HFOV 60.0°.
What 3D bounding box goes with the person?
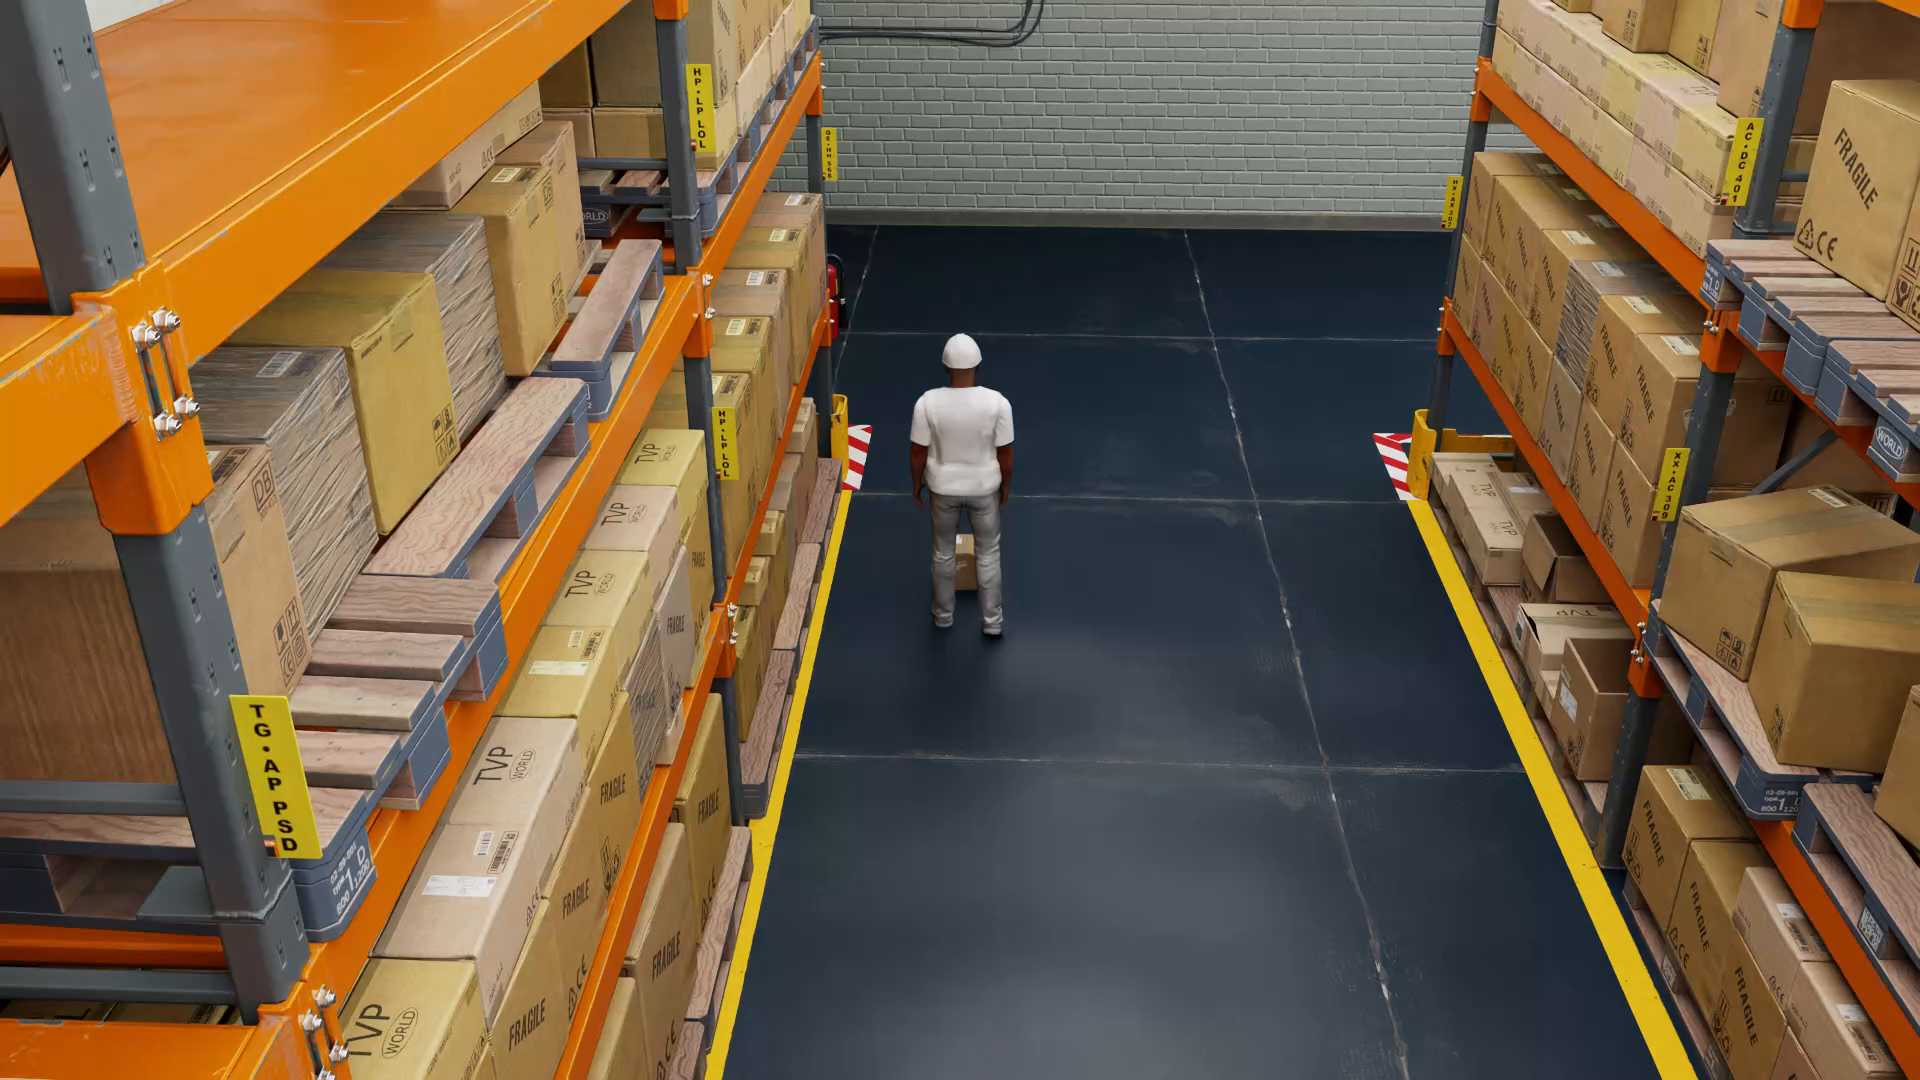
[{"bbox_3d":[0.010,-0.295,9.206,0.566,1.809,0.409,1,28,2],"label":"person"}]
